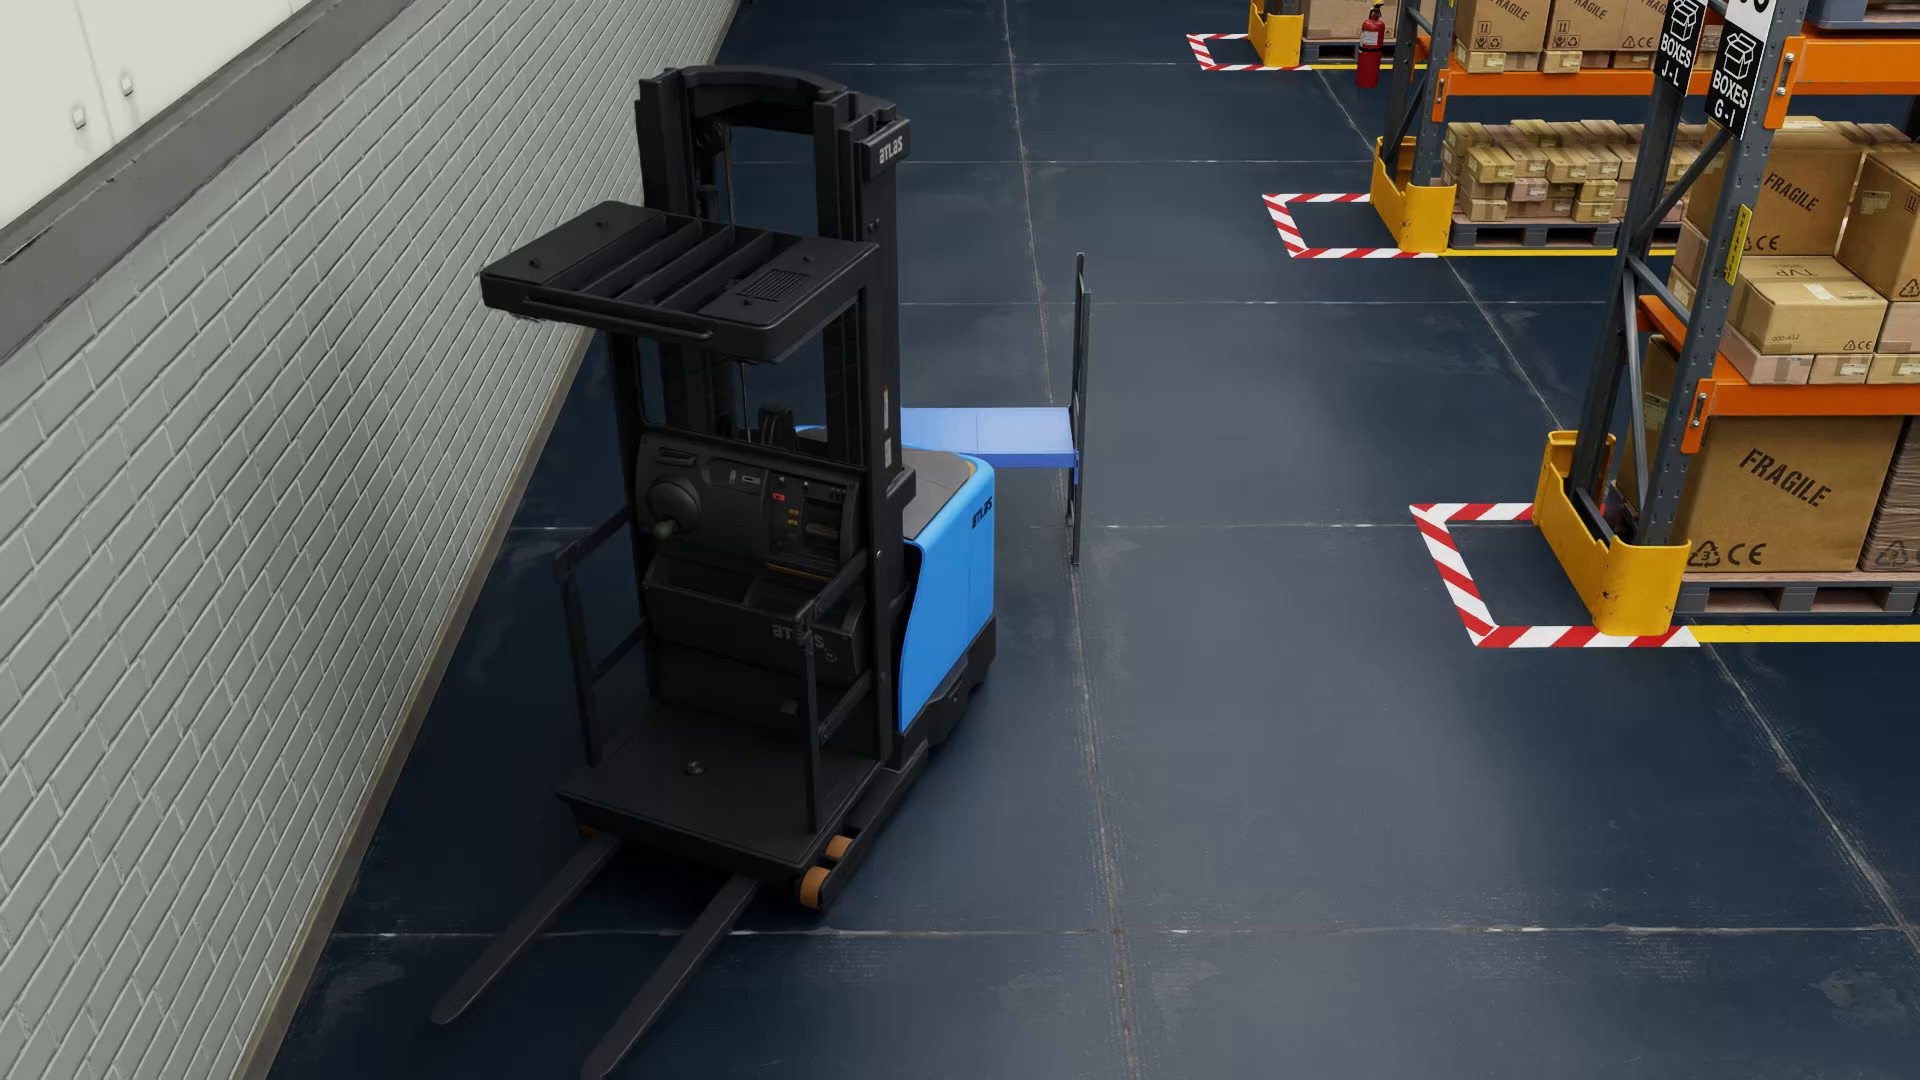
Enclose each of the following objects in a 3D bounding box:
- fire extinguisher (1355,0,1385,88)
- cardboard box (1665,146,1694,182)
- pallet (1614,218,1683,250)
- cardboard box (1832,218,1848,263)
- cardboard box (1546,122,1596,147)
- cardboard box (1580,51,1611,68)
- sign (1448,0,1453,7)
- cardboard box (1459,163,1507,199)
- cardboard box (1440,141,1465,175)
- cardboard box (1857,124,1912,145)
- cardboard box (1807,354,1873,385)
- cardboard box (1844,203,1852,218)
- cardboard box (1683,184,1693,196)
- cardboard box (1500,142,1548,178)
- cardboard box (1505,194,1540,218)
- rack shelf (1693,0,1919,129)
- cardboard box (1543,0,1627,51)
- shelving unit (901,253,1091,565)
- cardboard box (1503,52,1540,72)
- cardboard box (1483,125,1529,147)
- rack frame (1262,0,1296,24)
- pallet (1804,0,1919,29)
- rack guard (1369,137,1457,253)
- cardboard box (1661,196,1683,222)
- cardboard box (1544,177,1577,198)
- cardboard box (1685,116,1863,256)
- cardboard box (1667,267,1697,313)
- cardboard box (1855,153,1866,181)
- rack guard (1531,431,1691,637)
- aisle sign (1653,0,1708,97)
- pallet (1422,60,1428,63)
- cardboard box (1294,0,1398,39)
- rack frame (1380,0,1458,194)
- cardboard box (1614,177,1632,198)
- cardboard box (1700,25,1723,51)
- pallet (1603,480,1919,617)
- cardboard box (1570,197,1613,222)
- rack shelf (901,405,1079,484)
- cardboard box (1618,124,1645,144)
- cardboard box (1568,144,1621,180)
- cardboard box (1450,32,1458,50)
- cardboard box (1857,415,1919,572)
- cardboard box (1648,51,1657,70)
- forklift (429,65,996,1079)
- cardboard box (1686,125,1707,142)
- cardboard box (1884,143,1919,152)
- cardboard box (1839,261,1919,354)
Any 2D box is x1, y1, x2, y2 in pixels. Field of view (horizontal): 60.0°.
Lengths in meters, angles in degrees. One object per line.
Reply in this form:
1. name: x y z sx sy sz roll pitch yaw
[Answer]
1. fire extinguisher: 3.087 -3.743 12.461 0.183 0.674 0.296 0 31 0
2. cardboard box: 5.183 -2.752 12.164 0.250 0.149 0.380 0 31 0
3. pallet: 5.447 -2.491 12.653 1.213 0.211 1.003 0 31 0
4. cardboard box: 4.260 -1.327 7.904 0.500 0.250 0.500 -1 31 -1
5. cardboard box: 4.638 -3.051 12.656 0.250 0.149 0.380 -1 31 -2
6. cardboard box: 4.449 -3.488 11.849 0.250 0.149 0.380 1 31 2
7. sign: 3.345 -3.786 11.263 0.005 0.325 0.100 0 31 0
8. cardboard box: 3.867 -2.653 12.288 0.250 0.149 0.380 1 31 2
9. cardboard box: 3.867 -2.934 12.752 0.250 0.149 0.380 -1 31 -2
10. cardboard box: 6.995 -3.031 12.624 0.250 0.149 0.380 1 31 2
11. cardboard box: 3.884 -0.848 7.498 0.250 0.149 0.380 -1 31 -1
12. cardboard box: 6.427 -2.500 12.323 0.250 0.149 0.380 -1 31 -2
13. cardboard box: 5.448 -2.684 12.339 0.250 0.149 0.380 1 31 2
14. cardboard box: 4.142 -2.801 12.244 0.250 0.149 0.380 0 31 1
15. cardboard box: 4.128 -2.536 12.382 0.250 0.149 0.380 0 31 0
16. rack shelf: 5.270 -2.105 7.129 4.000 0.370 1.077 0 31 0
17. cardboard box: 4.327 -3.740 11.639 0.500 0.500 0.500 0 31 0
18. shelving unit: 0.085 -0.641 8.361 1.048 1.500 0.538 0 31 0
19. cardboard box: 3.921 -3.443 11.775 0.250 0.149 0.380 1 31 1
20. cardboard box: 4.121 -3.016 12.599 0.250 0.149 0.380 0 31 1
21. rack frame: 3.210 -6.264 16.183 0.127 3.000 1.000 0 31 0
22. pallet: 4.012 -2.376 6.968 1.213 0.211 1.003 0 31 0
23. rack guard: 3.417 -2.628 12.600 0.348 0.500 1.175 0 31 0
24. cardboard box: 5.137 -2.491 12.307 0.250 0.149 0.380 -2 31 -3
25. cardboard box: 4.385 -2.671 12.318 0.250 0.149 0.380 0 31 0
26. cardboard box: 3.756 -1.645 7.705 0.500 0.500 0.500 0 31 0
27. cardboard box: 3.624 -1.188 8.059 0.250 0.149 0.380 0 31 1
28. cardboard box: 6.483 -2.762 12.181 0.250 0.149 0.380 0 31 -1
29. rack guard: 3.246 -0.055 8.359 0.348 0.500 1.175 0 31 0
30. aisle sign: 3.196 -2.391 7.292 0.004 0.787 0.394 0 31 0
31. pallet: 5.226 -5.117 16.981 1.213 0.211 1.003 0 31 0
32. cardboard box: 3.870 -5.402 16.827 0.875 0.438 0.875 -1 31 -2
33. rack frame: 3.341 -3.697 11.951 0.127 3.000 1.000 0 31 0
34. cardboard box: 4.907 -2.666 12.309 0.250 0.149 0.380 -2 31 -3
35. cardboard box: 5.327 -3.740 11.639 0.500 0.500 0.500 -1 31 -2
36. pallet: 4.069 0.025 8.505 1.213 0.211 1.003 0 31 0
37. cardboard box: 4.633 -2.485 12.297 0.250 0.149 0.380 0 31 0
38. rack shelf: 0.085 -0.488 8.455 1.000 0.185 0.538 0 31 0
39. cardboard box: 5.171 -3.024 12.612 0.250 0.149 0.380 -1 31 -2
40. cardboard box: 4.642 -2.779 12.208 0.250 0.149 0.380 -2 31 -3
41. cardboard box: 3.666 -3.737 12.260 0.250 0.149 0.380 0 31 0
42. cardboard box: 4.820 -0.441 8.229 0.875 0.875 0.875 0 31 0
43. cardboard box: 4.967 -3.462 11.806 0.250 0.149 0.380 -1 31 -1
44. forklift: -0.888 -0.084 6.063 1.130 2.935 3.031 13 34 20
45. cardboard box: 5.679 -3.020 12.605 0.250 0.149 0.380 -1 31 -2
46. cardboard box: 6.987 -2.788 12.224 0.250 0.149 0.380 1 31 1
47. cardboard box: 4.272 -1.053 7.452 0.500 0.250 0.500 -1 31 -1
